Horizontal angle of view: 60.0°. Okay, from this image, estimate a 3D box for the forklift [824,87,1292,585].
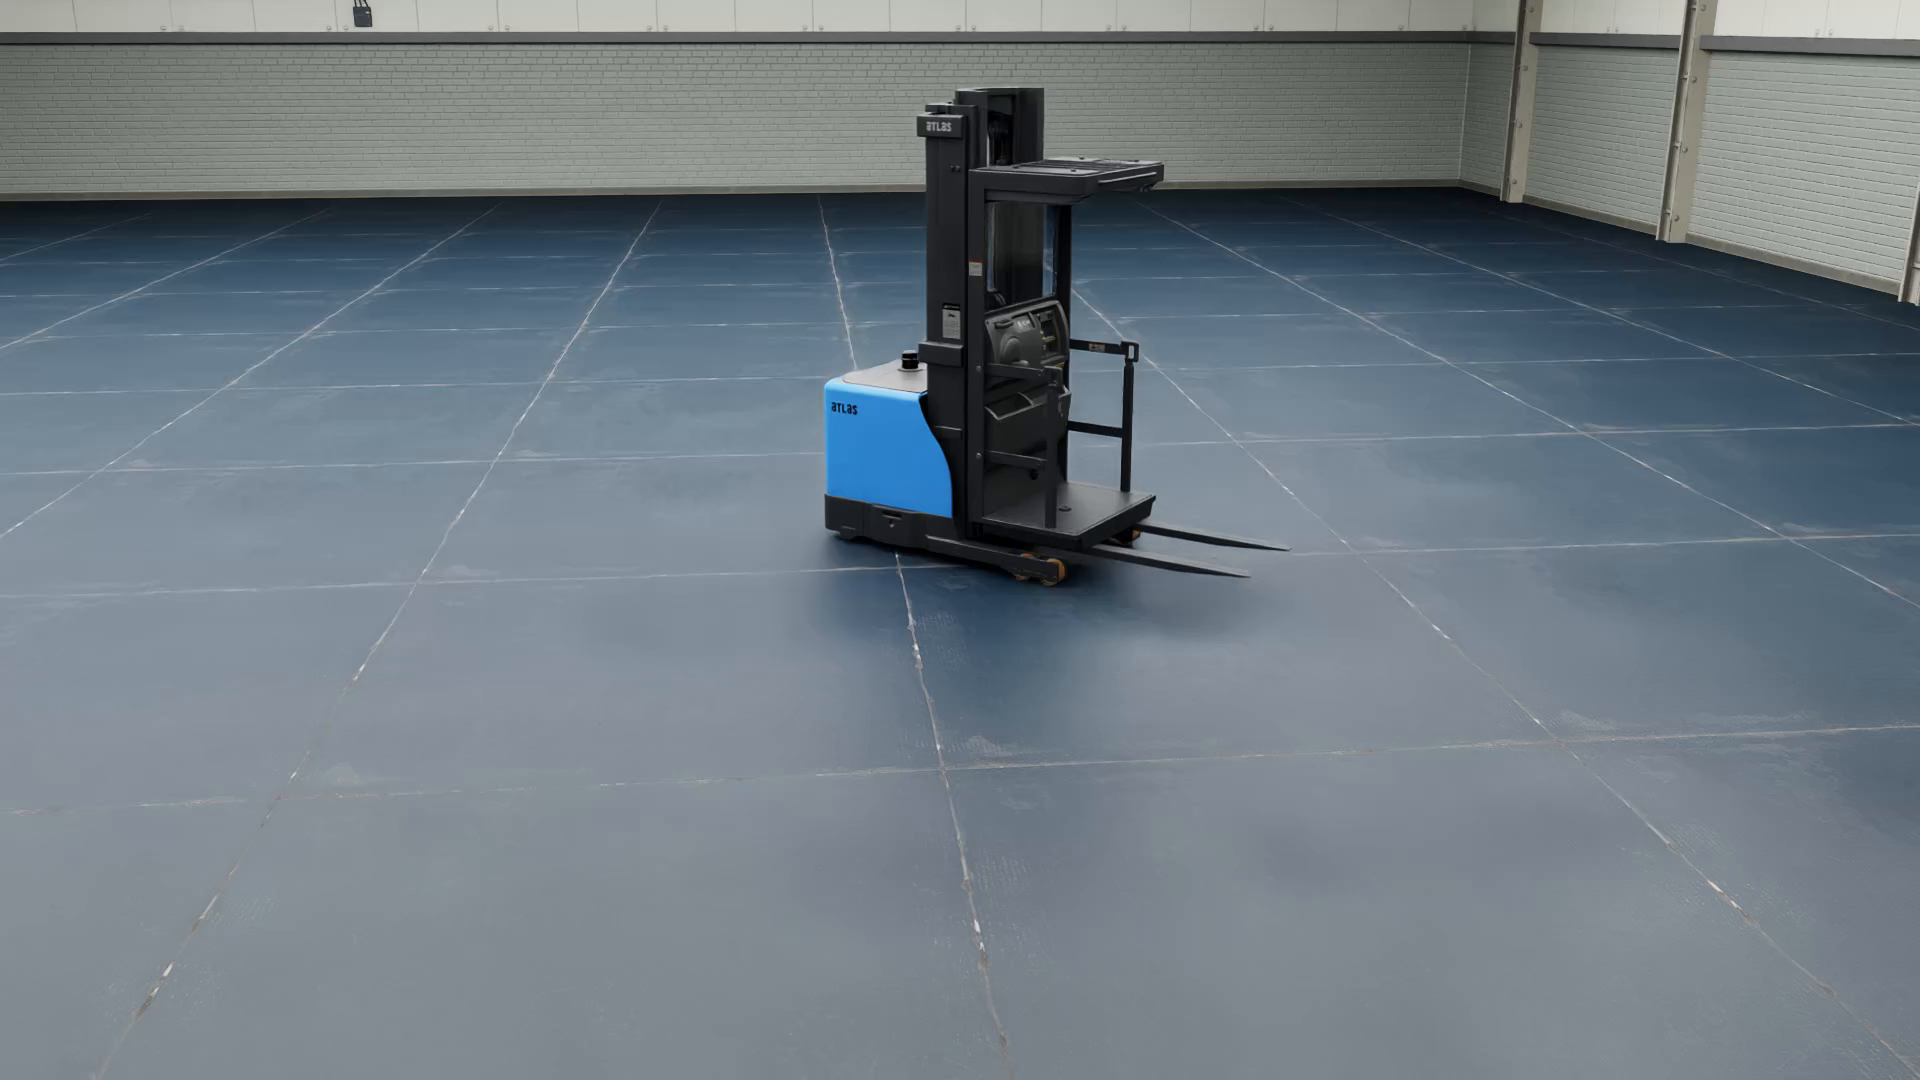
[{"bbox_3d":[0.602,-1.299,10.420,3.031,2.935,1.130,11,20,31],"label":"forklift"}]

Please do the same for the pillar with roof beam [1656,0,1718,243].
[{"bbox_3d":[6.898,-8.859,24.371,9.100,9.000,0.400,-2,18,-6],"label":"pillar with roof beam"}]

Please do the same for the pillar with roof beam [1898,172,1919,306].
[{"bbox_3d":[7.517,-7.071,18.677,9.100,9.000,0.400,-2,18,-6],"label":"pillar with roof beam"}]

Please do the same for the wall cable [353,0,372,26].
[{"bbox_3d":[-10.315,-12.636,30.725,2.305,6.003,0.169,-2,18,-6],"label":"wall cable"}]

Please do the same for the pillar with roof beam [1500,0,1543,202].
[{"bbox_3d":[6.279,-10.646,30.065,9.100,9.000,0.400,-2,18,-6],"label":"pillar with roof beam"}]
